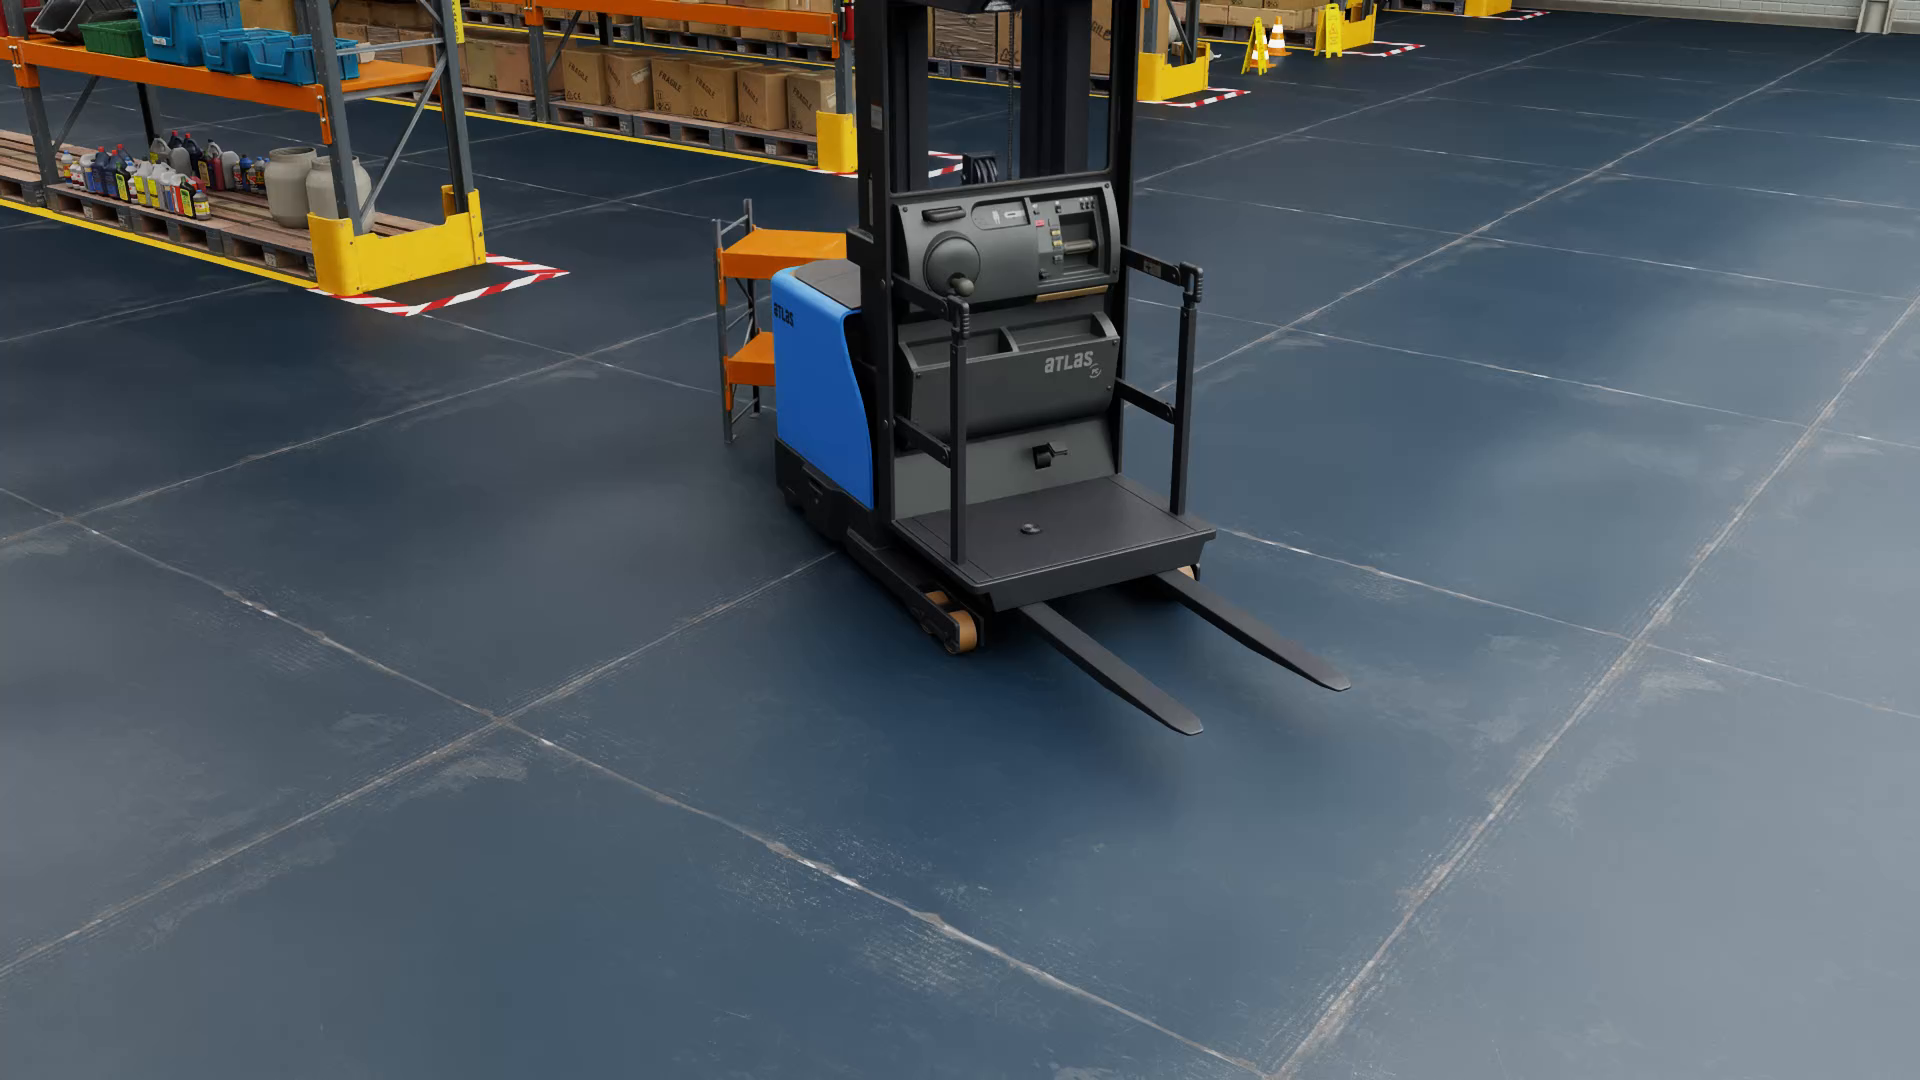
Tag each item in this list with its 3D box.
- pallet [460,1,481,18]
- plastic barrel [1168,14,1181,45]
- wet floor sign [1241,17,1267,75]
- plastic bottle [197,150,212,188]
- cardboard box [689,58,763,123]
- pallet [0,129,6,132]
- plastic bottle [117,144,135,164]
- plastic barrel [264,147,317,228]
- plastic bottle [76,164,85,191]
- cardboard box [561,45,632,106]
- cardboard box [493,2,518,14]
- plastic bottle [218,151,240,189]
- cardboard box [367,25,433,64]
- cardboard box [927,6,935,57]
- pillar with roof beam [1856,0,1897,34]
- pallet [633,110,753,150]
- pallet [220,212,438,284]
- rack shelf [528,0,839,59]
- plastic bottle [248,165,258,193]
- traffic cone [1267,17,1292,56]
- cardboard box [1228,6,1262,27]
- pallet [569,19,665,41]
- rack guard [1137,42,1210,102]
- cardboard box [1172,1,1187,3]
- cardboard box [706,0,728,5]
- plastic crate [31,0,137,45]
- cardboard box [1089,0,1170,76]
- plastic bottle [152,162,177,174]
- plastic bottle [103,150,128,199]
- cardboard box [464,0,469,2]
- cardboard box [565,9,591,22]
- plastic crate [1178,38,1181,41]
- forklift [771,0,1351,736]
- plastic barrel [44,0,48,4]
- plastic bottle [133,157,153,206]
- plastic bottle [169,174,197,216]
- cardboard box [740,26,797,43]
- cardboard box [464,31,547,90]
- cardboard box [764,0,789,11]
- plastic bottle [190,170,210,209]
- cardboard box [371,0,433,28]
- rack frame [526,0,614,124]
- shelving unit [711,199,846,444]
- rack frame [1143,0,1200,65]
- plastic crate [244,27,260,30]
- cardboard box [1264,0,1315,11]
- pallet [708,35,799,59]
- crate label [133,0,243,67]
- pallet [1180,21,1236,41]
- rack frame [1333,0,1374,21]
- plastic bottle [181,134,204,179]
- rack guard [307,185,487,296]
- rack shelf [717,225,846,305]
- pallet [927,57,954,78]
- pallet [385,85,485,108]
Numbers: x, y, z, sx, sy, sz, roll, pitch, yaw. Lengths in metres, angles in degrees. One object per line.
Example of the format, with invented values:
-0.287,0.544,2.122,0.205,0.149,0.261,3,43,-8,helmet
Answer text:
-7.836,-8.132,25.444,1.213,0.211,1.003,17,29,33,pallet
2.652,-6.809,22.178,0.512,0.421,0.421,-5,24,-12,plastic barrel
3.535,-5.909,19.862,0.232,0.644,0.267,12,26,24,wet floor sign
-5.843,-2.880,12.890,0.133,0.283,0.061,17,29,33,plastic bottle
-2.209,-4.275,15.811,0.500,0.500,0.500,20,31,38,cardboard box
-9.506,-3.640,15.249,1.213,0.211,1.003,17,29,33,pallet
-6.419,-2.855,12.749,0.185,0.351,0.144,17,29,33,plastic bottle
-4.675,-2.490,11.747,0.421,0.512,0.421,0,24,0,plastic barrel
-6.747,-2.801,12.813,0.097,0.201,0.097,0,24,0,plastic bottle
-3.636,-4.685,16.742,0.500,0.500,0.500,16,28,32,cardboard box
-6.421,-7.913,24.070,0.500,0.500,0.500,18,30,36,cardboard box
-5.674,-2.875,12.888,0.135,0.276,0.152,17,29,34,plastic bottle
-6.133,-5.486,18.534,0.500,0.500,0.700,14,27,29,cardboard box
-0.415,-6.367,20.096,0.875,0.875,0.875,17,29,34,cardboard box
10.389,-9.943,18.657,0.400,9.000,9.100,17,29,33,pillar with roof beam
-2.393,-4.024,16.122,1.213,0.211,1.003,17,29,33,pallet
-4.437,-2.106,11.769,1.213,0.211,1.003,17,29,33,pallet
-2.331,-4.934,15.619,4.000,0.370,1.077,17,29,33,rack shelf
-5.399,-2.772,12.746,0.097,0.201,0.097,0,24,0,plastic bottle
4.095,-6.503,21.436,0.334,0.463,0.336,17,29,33,traffic cone
3.995,-7.147,22.640,0.500,0.250,0.500,17,29,33,cardboard box
-4.701,-7.203,23.336,1.213,0.211,1.003,17,29,33,pallet
2.344,-5.205,18.444,0.348,0.500,1.175,17,29,33,rack guard
3.171,-7.739,23.055,0.500,0.500,0.500,19,30,36,cardboard box
-2.093,-4.963,15.106,0.250,0.149,0.380,17,29,33,cardboard box
-6.560,-3.952,12.577,0.504,0.338,0.767,17,29,33,plastic crate
1.742,-5.717,18.621,0.875,0.875,0.875,17,29,34,cardboard box
-5.945,-2.680,12.444,0.135,0.276,0.152,17,29,33,plastic bottle
-6.354,-2.763,12.540,0.185,0.351,0.144,15,28,31,plastic bottle
-7.376,-8.336,25.464,0.250,0.149,0.380,15,28,31,cardboard box
-5.174,-7.539,23.220,0.500,0.500,0.500,18,30,35,cardboard box
2.776,-6.963,22.955,0.583,0.080,0.402,7,25,15,plastic crate
0.300,-1.118,6.152,1.130,2.935,3.031,-12,27,-26,forklift
-7.030,-4.569,13.278,0.708,0.901,0.600,17,29,33,plastic barrel
-6.014,-2.660,12.307,0.185,0.351,0.144,17,29,33,plastic bottle
-5.619,-2.508,12.055,0.135,0.276,0.152,17,29,34,plastic bottle
-2.196,-6.840,21.324,0.750,0.750,1.050,17,29,33,cardboard box
-4.781,-5.081,17.615,0.500,0.500,0.700,17,29,33,cardboard box
-1.513,-4.771,14.670,0.250,0.149,0.380,17,29,33,cardboard box
-5.556,-2.546,12.132,0.133,0.283,0.061,17,29,33,plastic bottle
-6.148,-5.837,18.402,0.500,0.250,0.500,21,31,39,cardboard box
-3.932,-5.746,16.572,0.127,3.000,1.000,17,29,33,rack frame
-0.619,-1.054,8.246,1.048,1.125,0.538,5,24,11,shelving unit
2.325,-6.355,17.953,0.127,3.000,1.000,17,29,33,rack frame
-5.451,-3.717,12.292,0.437,0.136,0.530,17,29,33,plastic crate
4.415,-7.363,22.201,0.500,0.500,0.500,17,29,34,cardboard box
-2.519,-6.503,21.748,1.213,0.211,1.003,17,29,33,pallet
-5.337,-3.555,11.555,0.616,0.435,0.502,17,29,33,crate label
3.551,-7.222,23.379,1.213,0.211,1.003,17,29,33,pallet
5.212,-7.976,21.633,0.127,3.000,1.000,17,29,33,rack frame
-6.061,-3.028,13.143,0.185,0.351,0.144,15,28,31,plastic bottle
-3.791,-2.040,11.261,0.348,0.500,1.175,17,29,33,rack guard
-0.619,-1.322,8.128,1.000,0.278,0.538,5,24,11,rack shelf
-0.315,-5.837,20.236,1.213,0.211,1.003,17,29,33,pallet
-5.536,-4.953,18.229,1.213,0.211,1.003,17,29,33,pallet
